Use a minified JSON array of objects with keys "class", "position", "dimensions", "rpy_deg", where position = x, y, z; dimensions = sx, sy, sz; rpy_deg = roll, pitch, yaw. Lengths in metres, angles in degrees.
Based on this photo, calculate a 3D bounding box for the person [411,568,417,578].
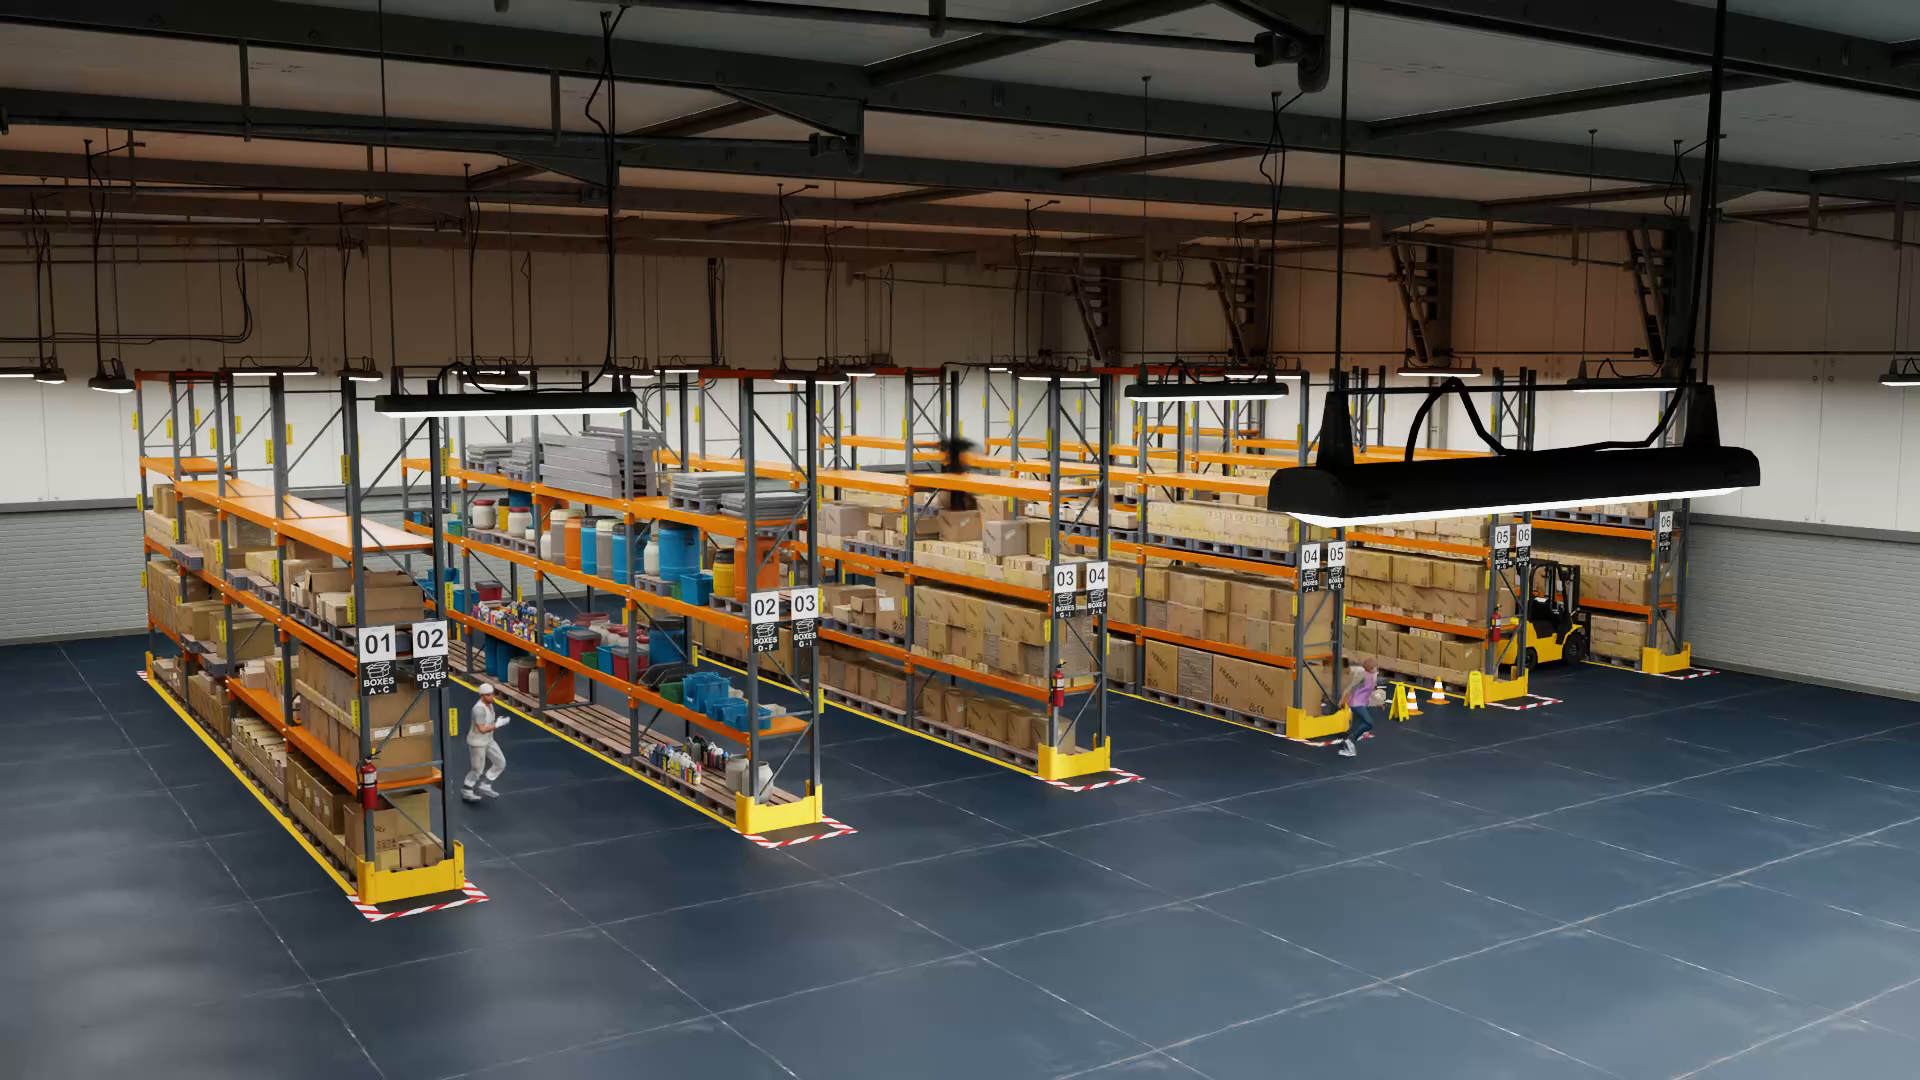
[{"class":"person","position":[-12.161,1.471,36.156],"dimensions":[1.061,1.550,0.670],"rpy_deg":[-1,6,-5]}]

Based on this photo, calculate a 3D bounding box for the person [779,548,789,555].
[{"class":"person","position":[-4.304,1.027,39.820],"dimensions":[0.650,1.723,0.669],"rpy_deg":[-3,7,-21]}]

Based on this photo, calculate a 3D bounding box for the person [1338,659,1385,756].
[{"class":"person","position":[6.310,2.625,26.125],"dimensions":[0.689,1.530,0.516],"rpy_deg":[3,7,25]}]

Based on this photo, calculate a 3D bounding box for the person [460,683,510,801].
[{"class":"person","position":[-6.673,2.855,23.265],"dimensions":[0.873,1.742,0.621],"rpy_deg":[1,7,11]}]
